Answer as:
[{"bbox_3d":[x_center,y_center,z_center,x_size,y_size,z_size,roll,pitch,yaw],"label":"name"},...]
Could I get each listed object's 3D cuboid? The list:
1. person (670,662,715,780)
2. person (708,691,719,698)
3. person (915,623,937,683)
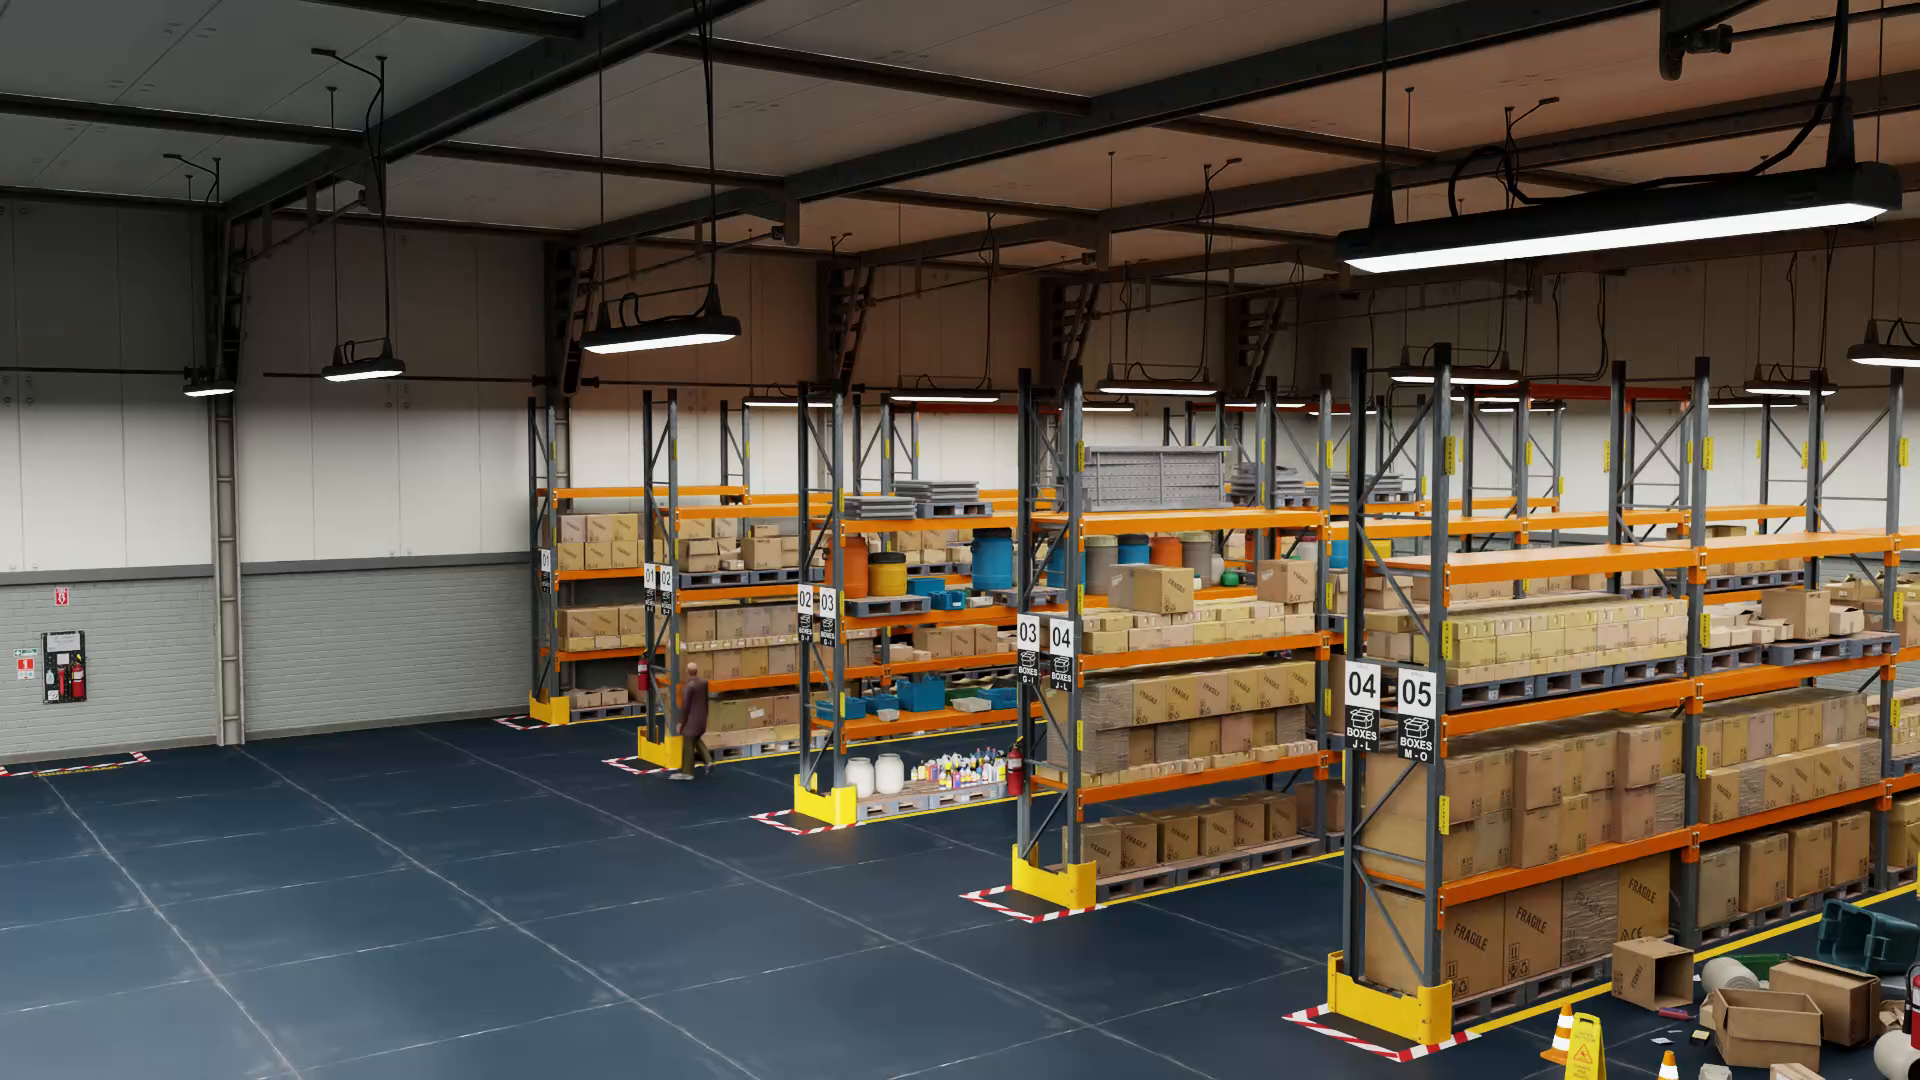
[{"bbox_3d":[-4.084,2.759,25.466,0.580,1.782,0.659,1,4,22],"label":"person"},{"bbox_3d":[-4.713,2.438,31.037,0.578,1.764,0.557,0,3,-4],"label":"person"},{"bbox_3d":[-0.662,2.238,32.608,0.583,1.741,0.388,-3,5,-43],"label":"person"}]
